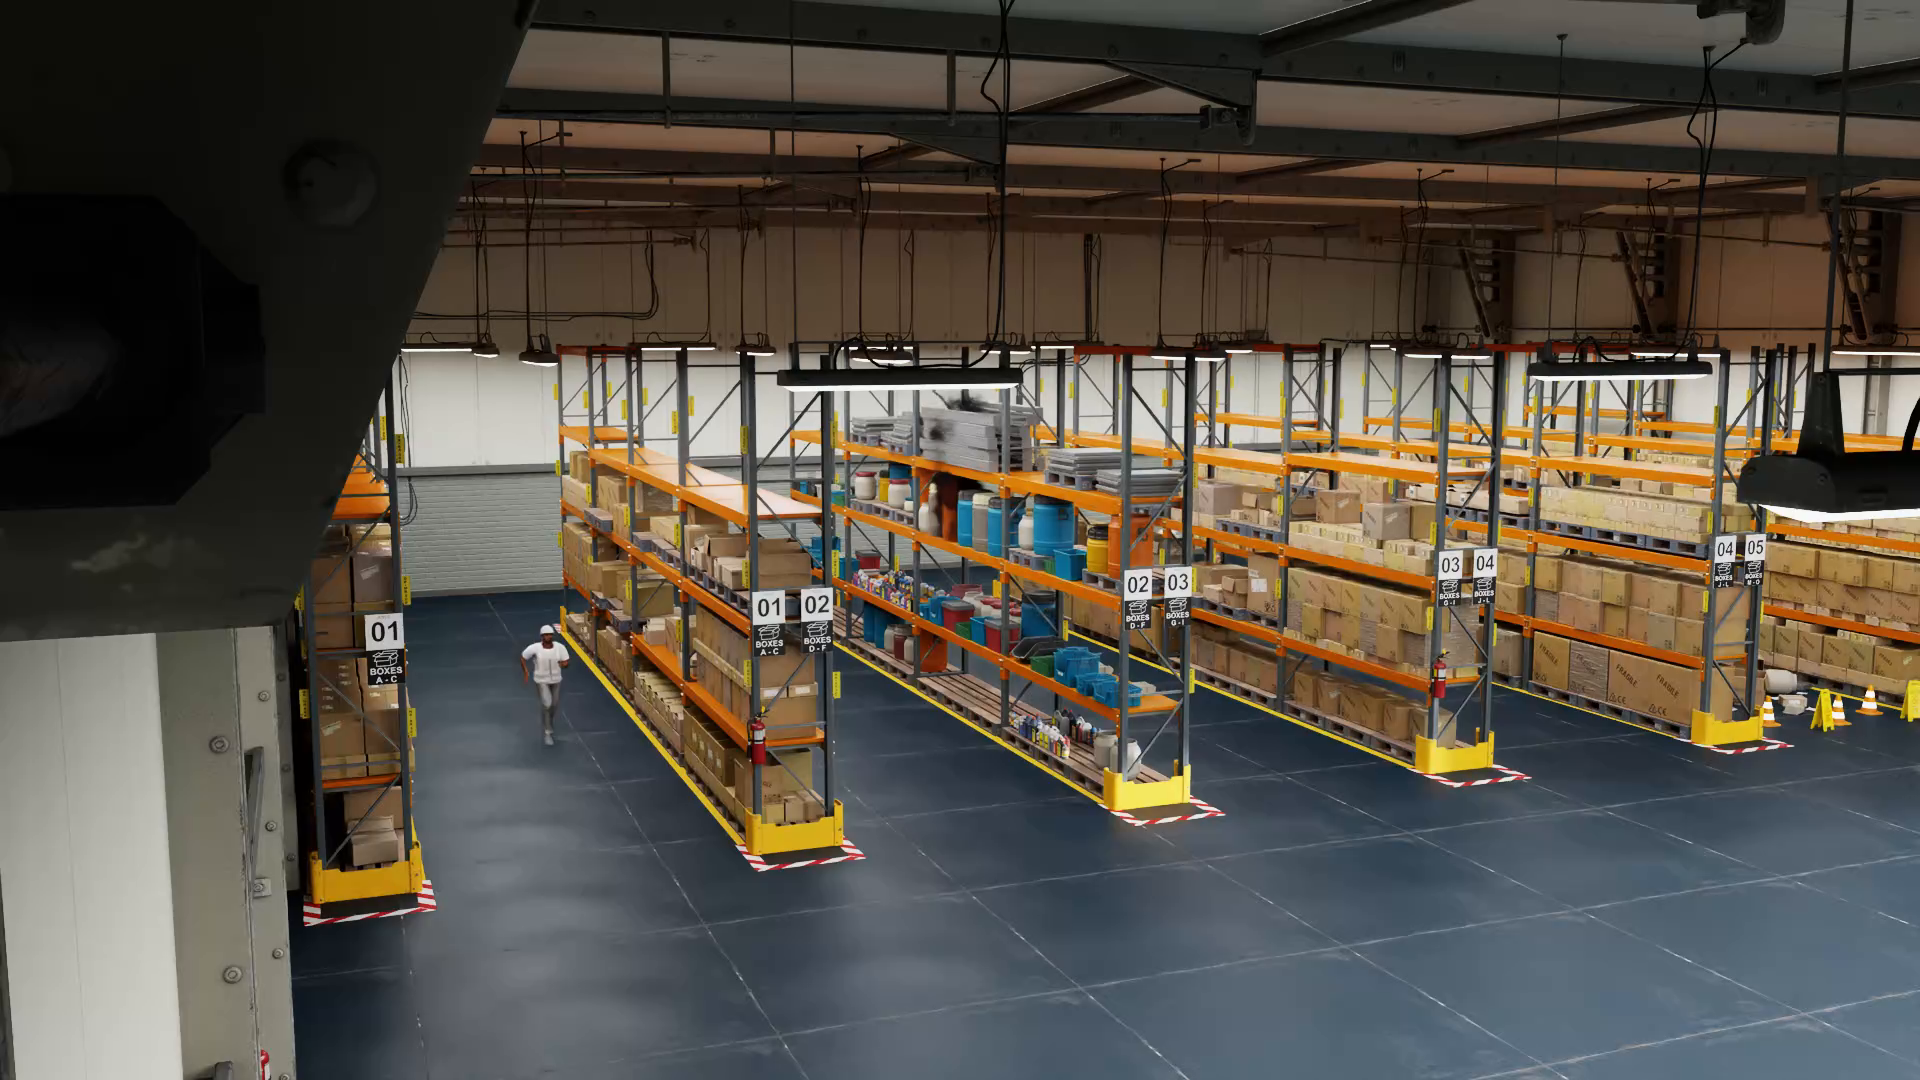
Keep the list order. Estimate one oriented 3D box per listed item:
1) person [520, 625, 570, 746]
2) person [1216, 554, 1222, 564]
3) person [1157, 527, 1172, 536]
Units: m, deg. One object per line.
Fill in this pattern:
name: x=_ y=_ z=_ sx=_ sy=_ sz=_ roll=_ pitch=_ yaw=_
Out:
person: x=-6.339 y=2.213 z=25.581 sx=0.672 sy=1.831 sz=0.777 roll=-5 pitch=9 yaw=-35
person: x=5.270 y=1.135 z=34.053 sx=0.657 sy=1.707 sz=0.971 roll=-3 pitch=8 yaw=-24
person: x=5.034 y=0.327 z=41.011 sx=0.557 sy=1.673 sz=0.649 roll=-7 pitch=10 yaw=-44
